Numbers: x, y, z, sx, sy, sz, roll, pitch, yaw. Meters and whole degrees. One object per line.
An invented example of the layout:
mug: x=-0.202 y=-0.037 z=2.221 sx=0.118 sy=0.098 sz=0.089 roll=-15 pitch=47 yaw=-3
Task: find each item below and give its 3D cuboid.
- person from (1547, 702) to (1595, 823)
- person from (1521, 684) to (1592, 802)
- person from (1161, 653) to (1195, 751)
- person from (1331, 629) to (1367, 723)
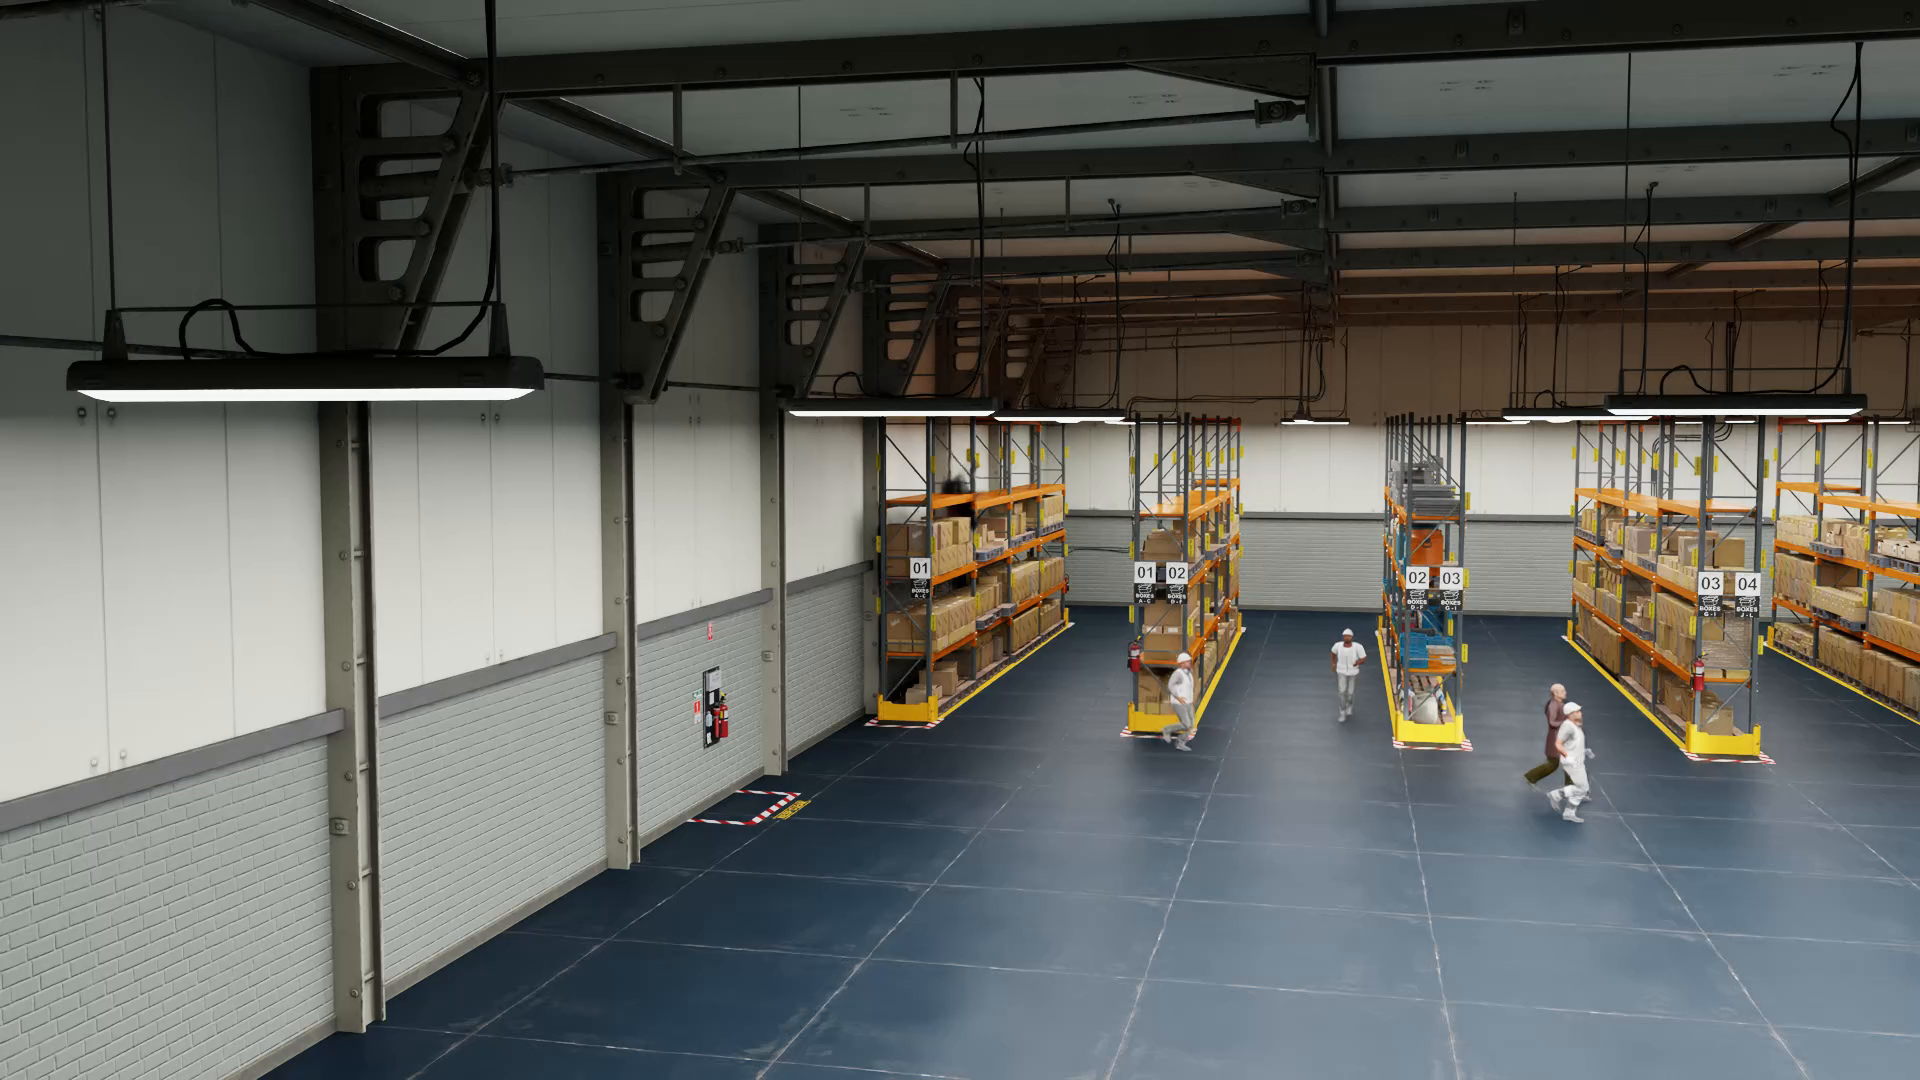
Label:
person: x=8.878 y=3.226 z=24.161 sx=0.600 sy=1.745 sz=0.666 roll=2 pitch=5 yaw=32
person: x=9.156 y=3.088 z=25.497 sx=1.049 sy=1.781 sz=0.710 roll=3 pitch=5 yaw=34
person: x=3.883 y=2.871 z=29.545 sx=0.569 sy=1.739 sz=0.652 roll=2 pitch=5 yaw=32
person: x=7.612 y=2.635 z=32.582 sx=0.685 sy=1.807 sz=0.848 roll=1 pitch=4 yaw=14
